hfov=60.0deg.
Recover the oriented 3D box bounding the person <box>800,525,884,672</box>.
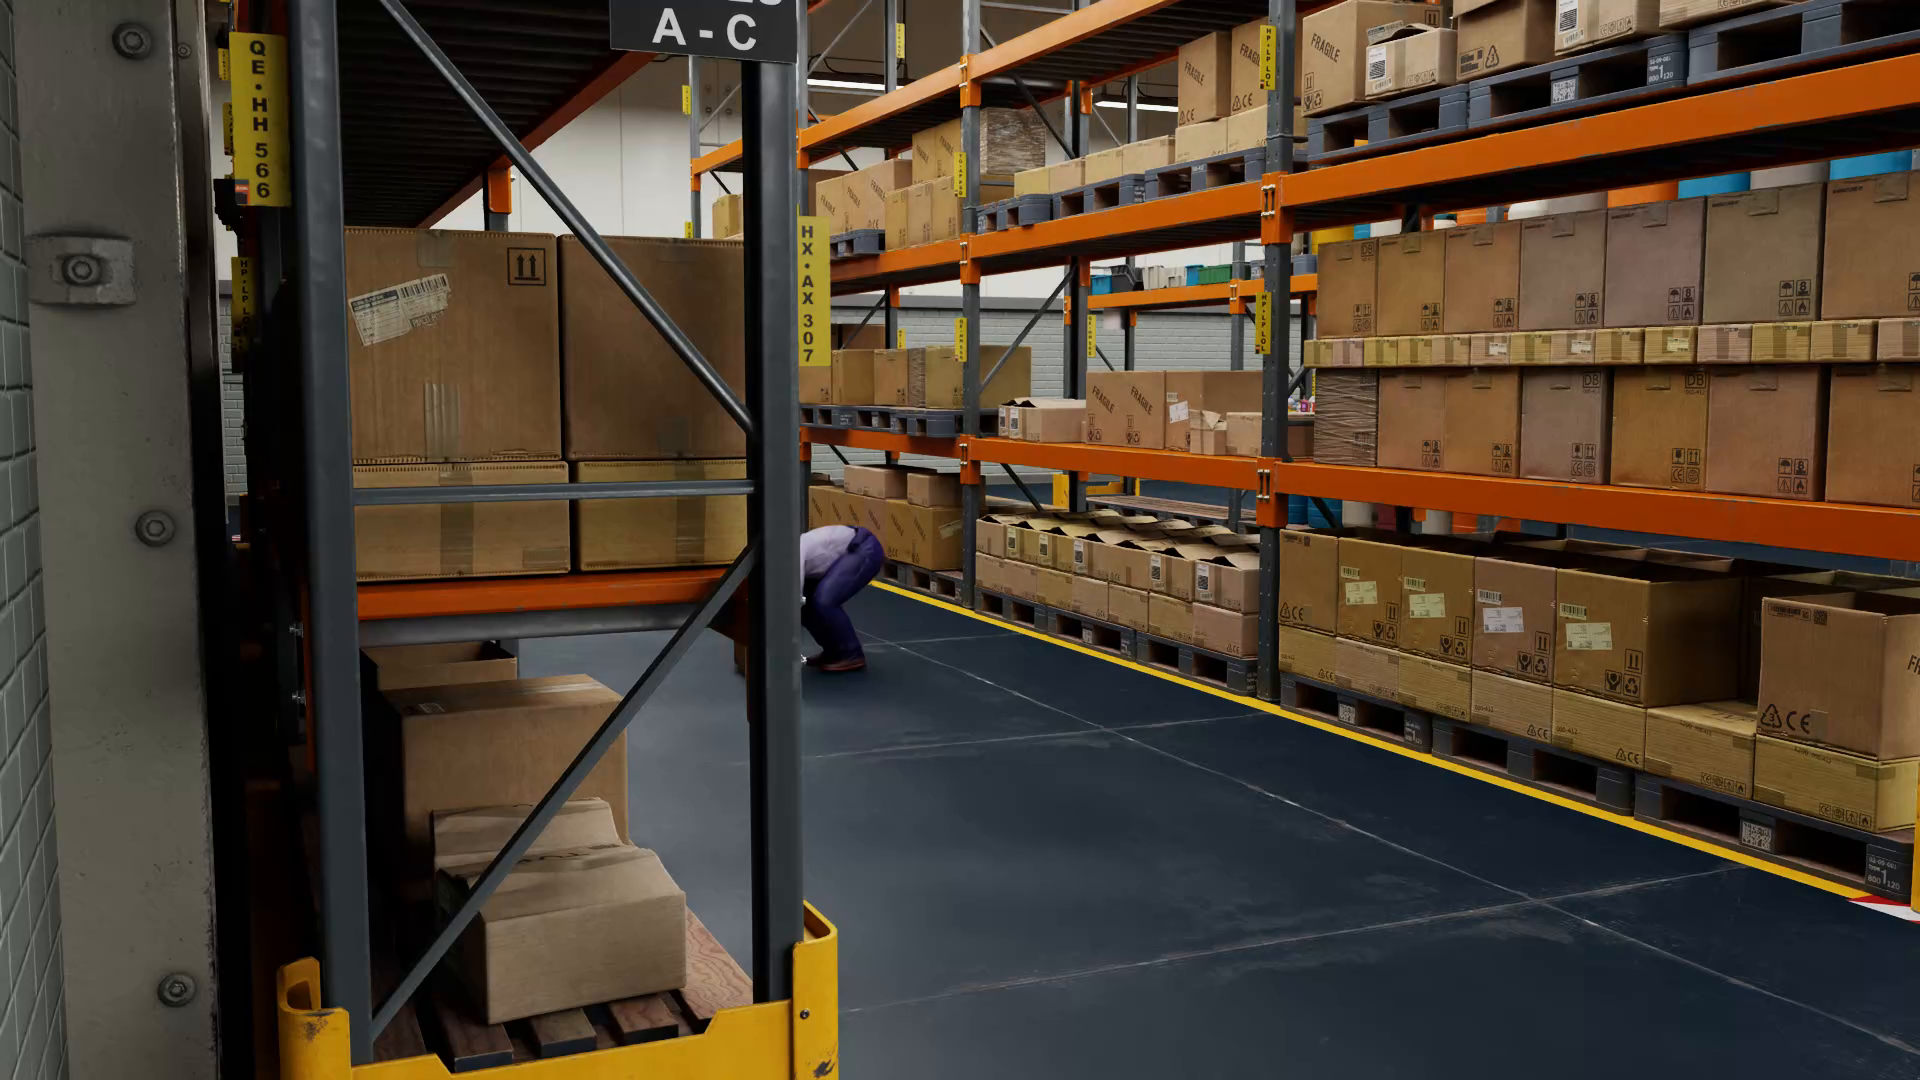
[{"bbox_3d":[-0.900,0.352,10.011,0.898,0.868,0.517,-3,6,-26],"label":"person"}]
